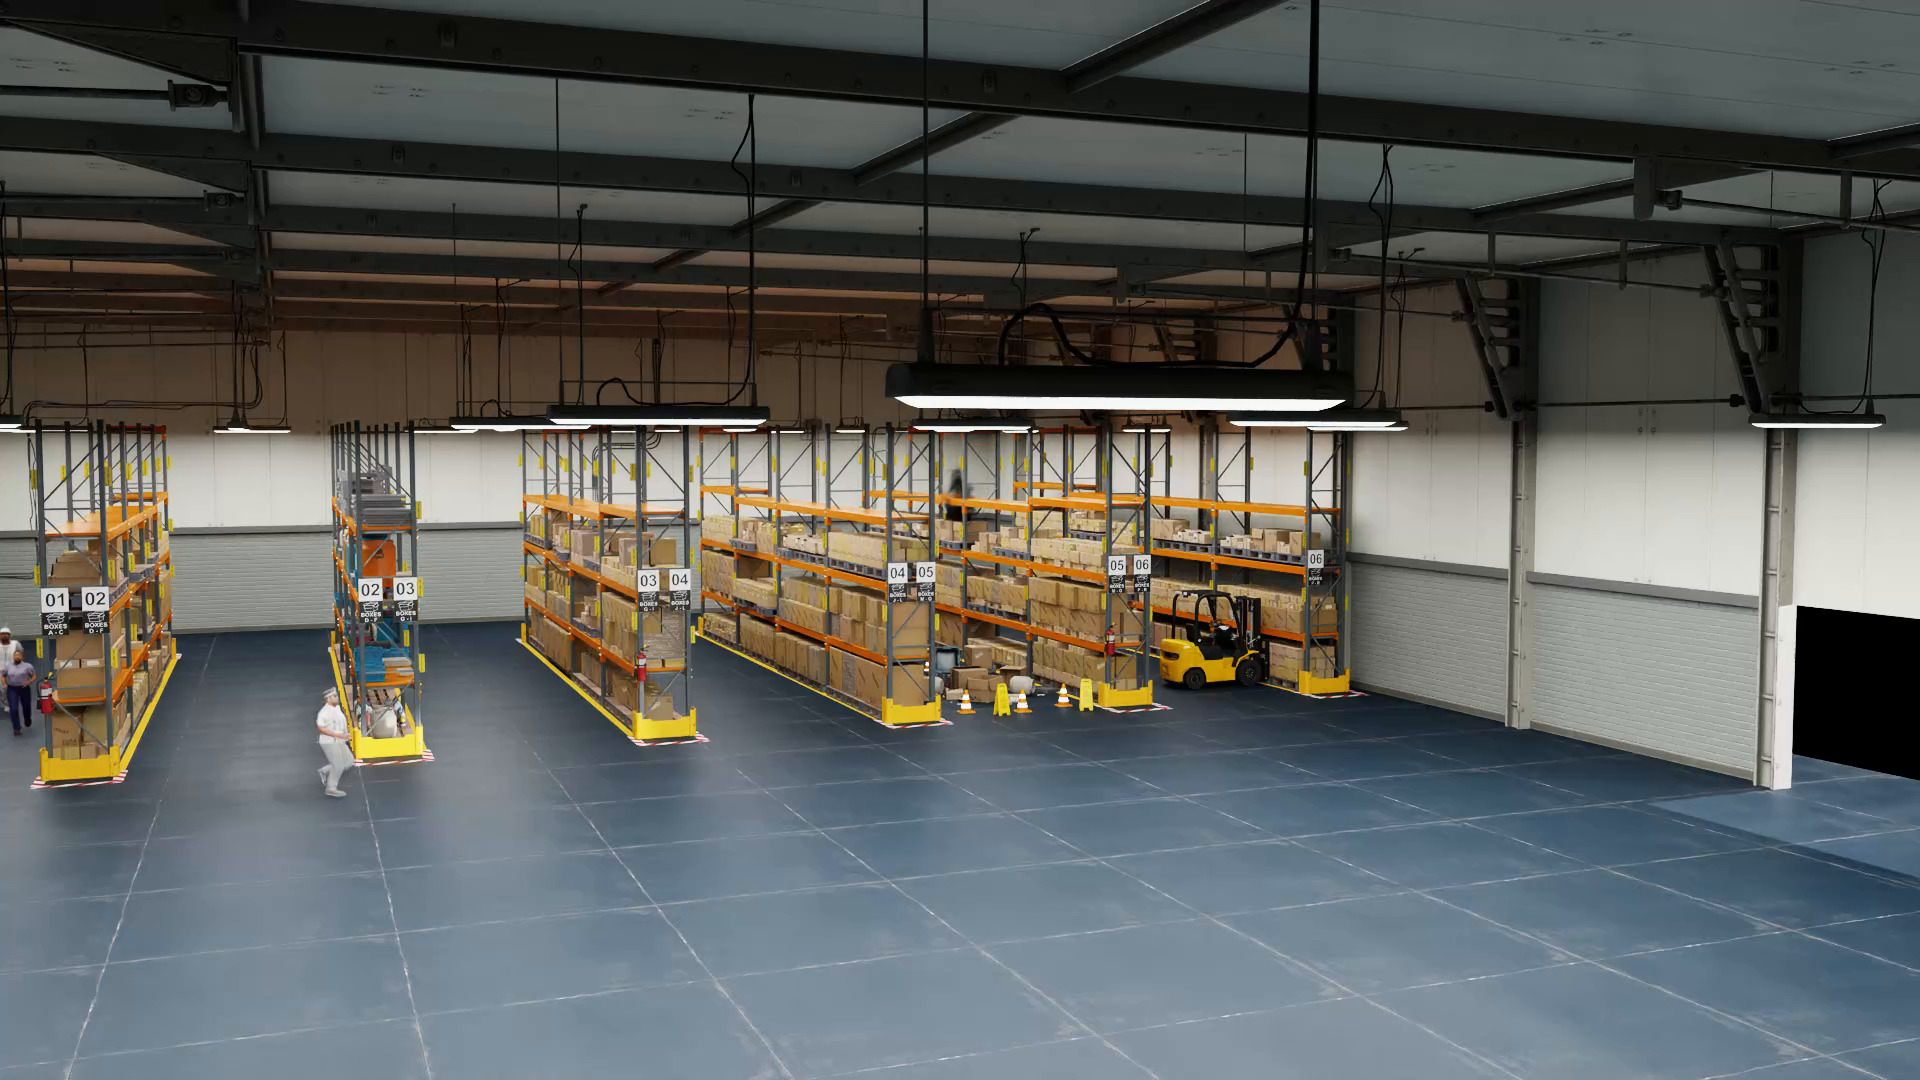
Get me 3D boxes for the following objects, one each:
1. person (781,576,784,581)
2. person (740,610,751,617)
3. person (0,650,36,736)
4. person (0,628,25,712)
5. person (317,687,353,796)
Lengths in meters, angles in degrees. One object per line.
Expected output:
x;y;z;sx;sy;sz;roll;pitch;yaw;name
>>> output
-5.232;1.872;48.501;0.643;1.694;0.723;-3;4;-37;person
-6.508;1.771;49.481;0.884;1.685;0.569;-2;4;-28;person
-18.119;2.926;31.999;0.615;1.592;0.707;-2;4;-25;person
-19.859;2.696;34.634;0.685;1.736;0.599;-2;4;-27;person
-9.962;3.206;26.484;0.564;1.743;0.664;0;4;3;person
